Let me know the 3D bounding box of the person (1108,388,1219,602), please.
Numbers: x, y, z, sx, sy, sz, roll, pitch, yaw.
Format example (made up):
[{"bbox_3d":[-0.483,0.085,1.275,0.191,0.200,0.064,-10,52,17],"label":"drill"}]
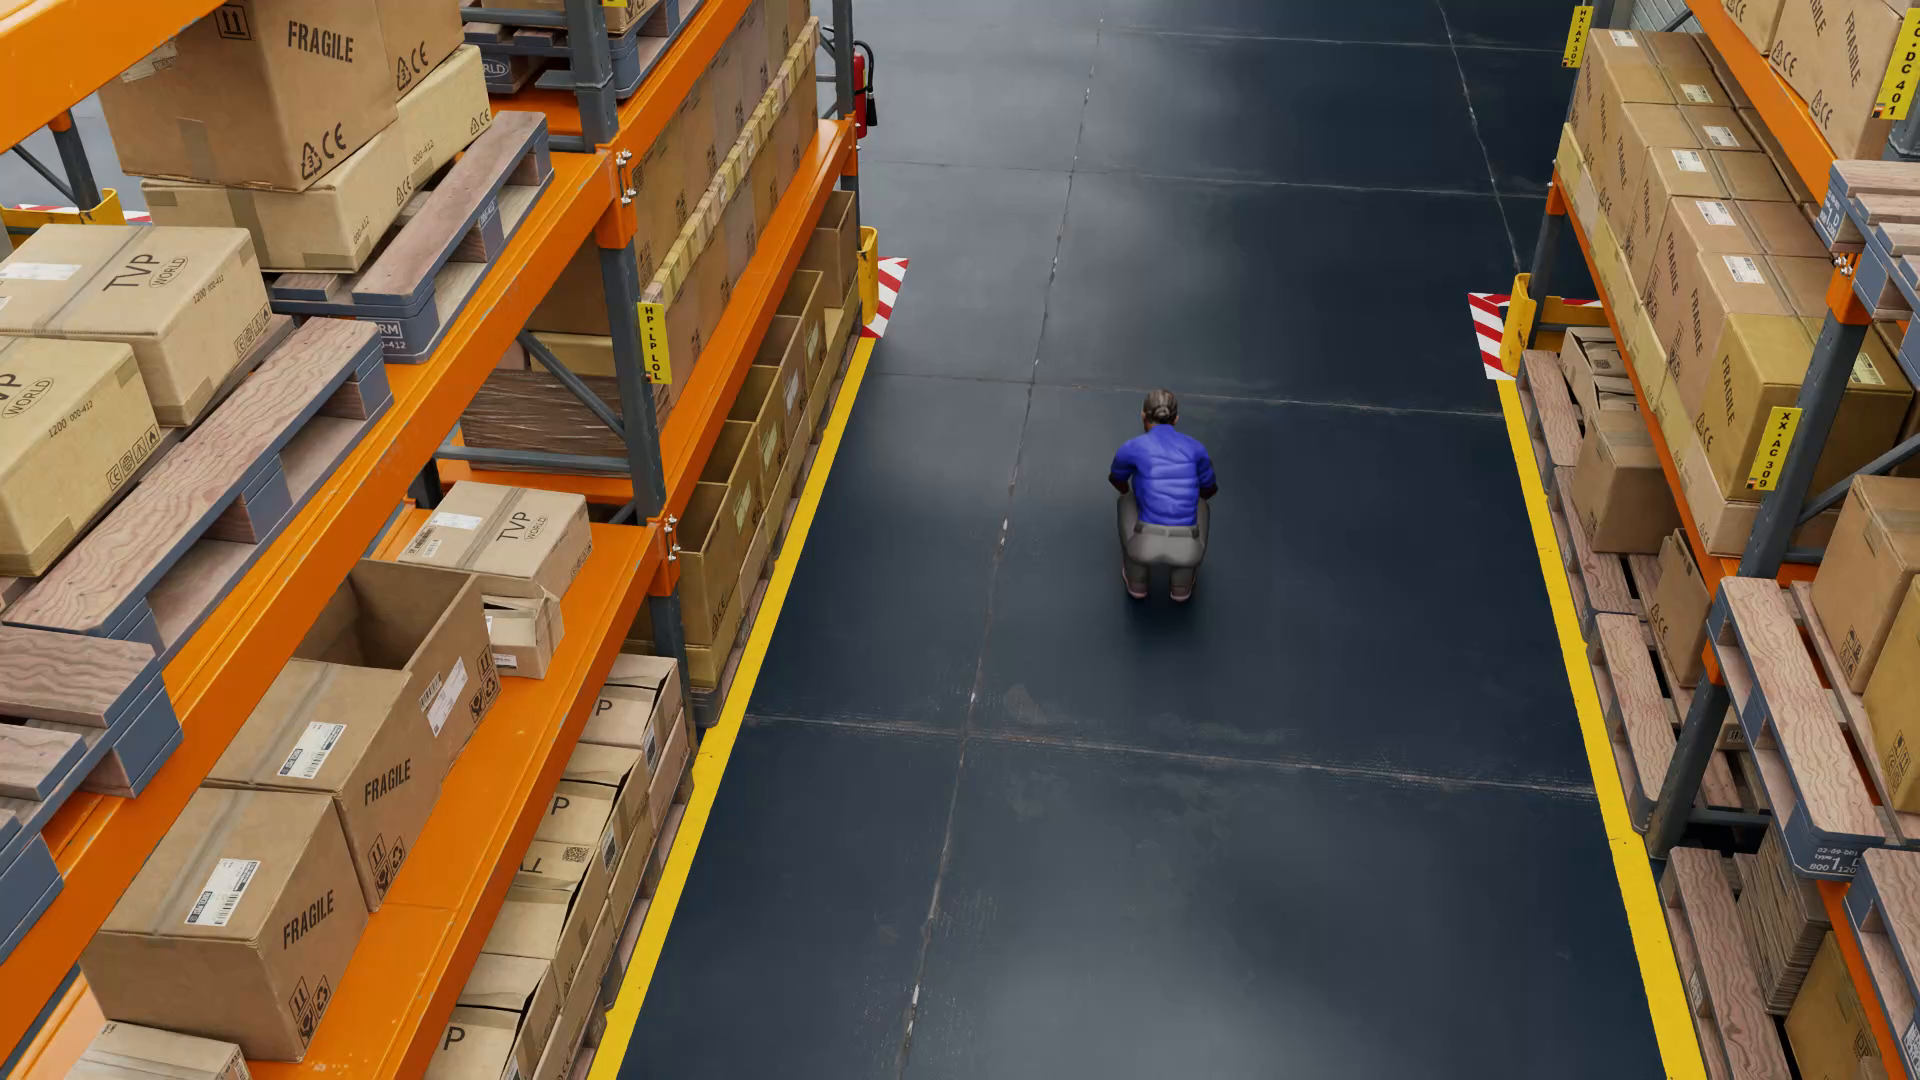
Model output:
[{"bbox_3d":[0.975,-0.231,7.989,0.535,0.924,0.685,4,37,6],"label":"person"}]
